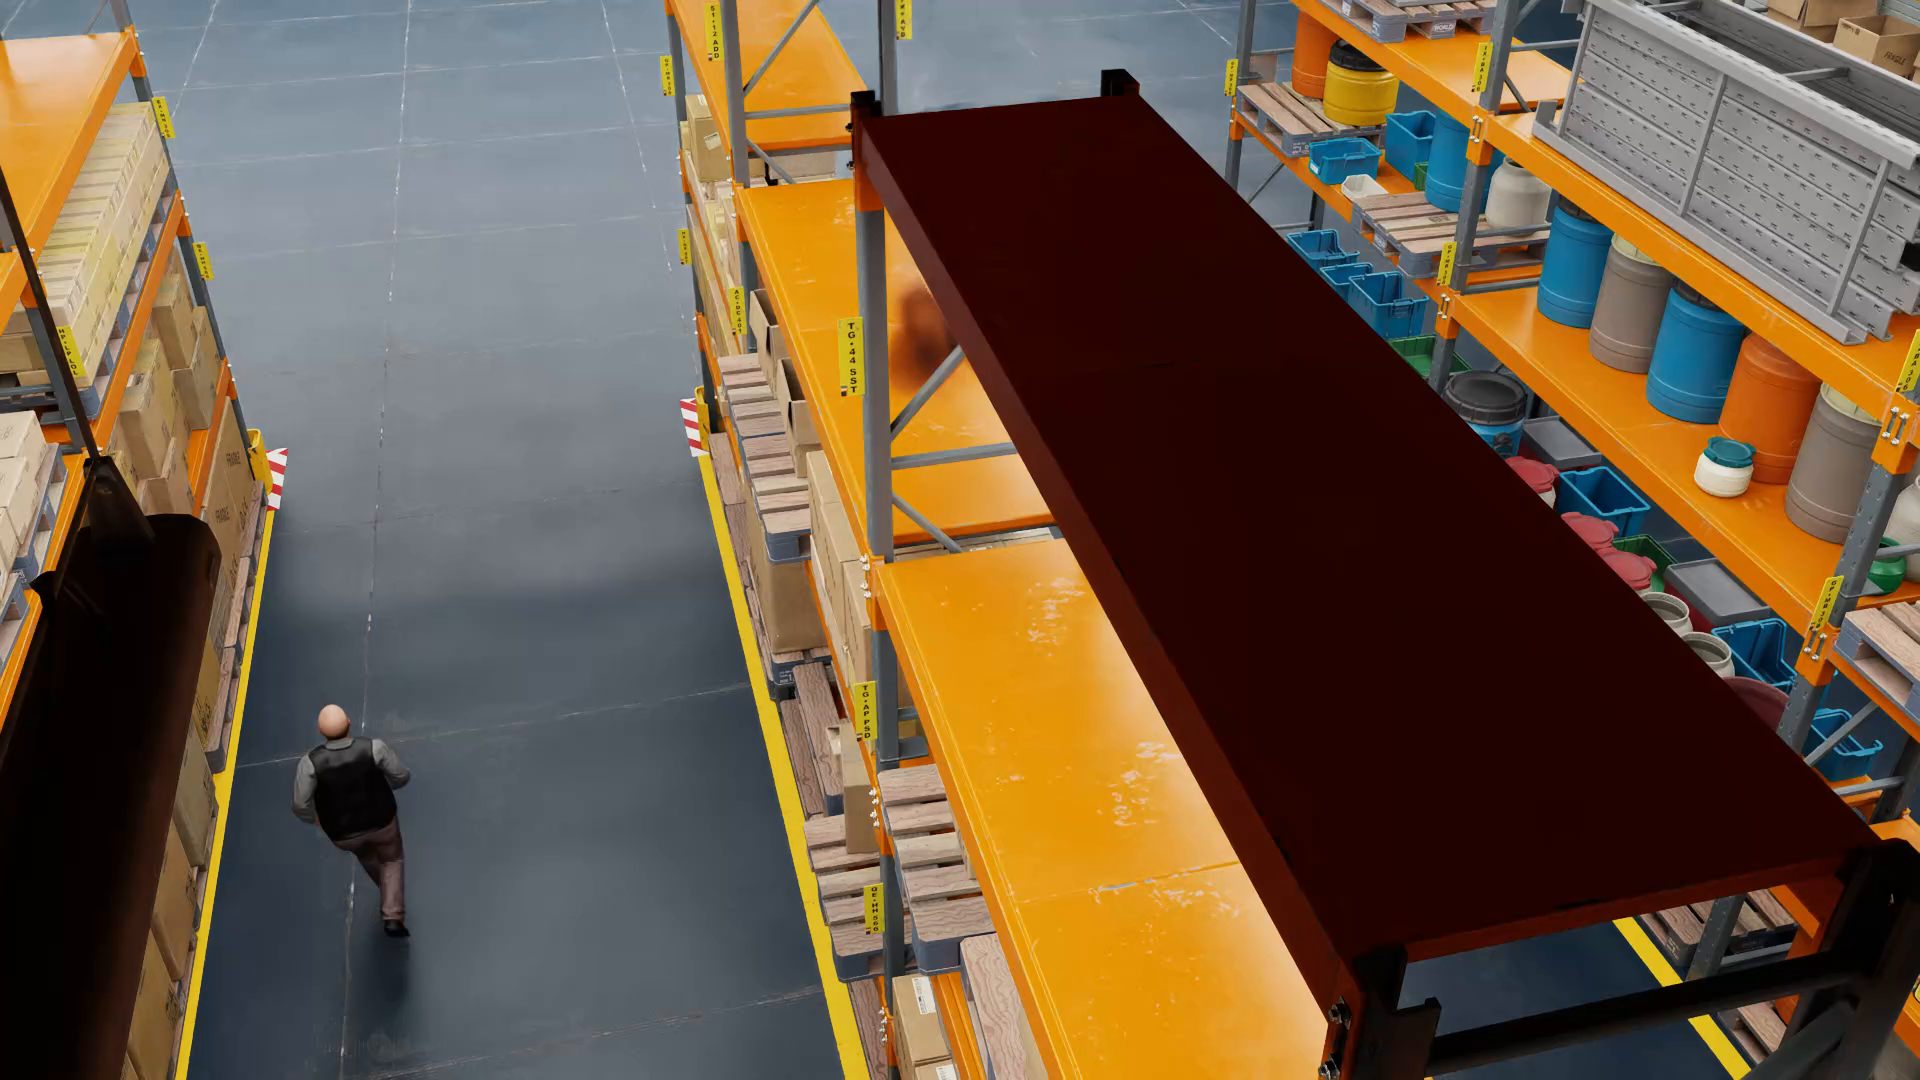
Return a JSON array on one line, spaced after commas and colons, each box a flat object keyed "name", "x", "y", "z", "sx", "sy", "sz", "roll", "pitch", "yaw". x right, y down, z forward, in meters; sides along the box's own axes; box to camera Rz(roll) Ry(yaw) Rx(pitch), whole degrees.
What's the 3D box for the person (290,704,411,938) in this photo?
[{"name": "person", "x": -3.621, "y": 1.736, "z": 10.079, "sx": 0.684, "sy": 1.713, "sz": 0.884, "roll": -12, "pitch": 36, "yaw": -17}]
